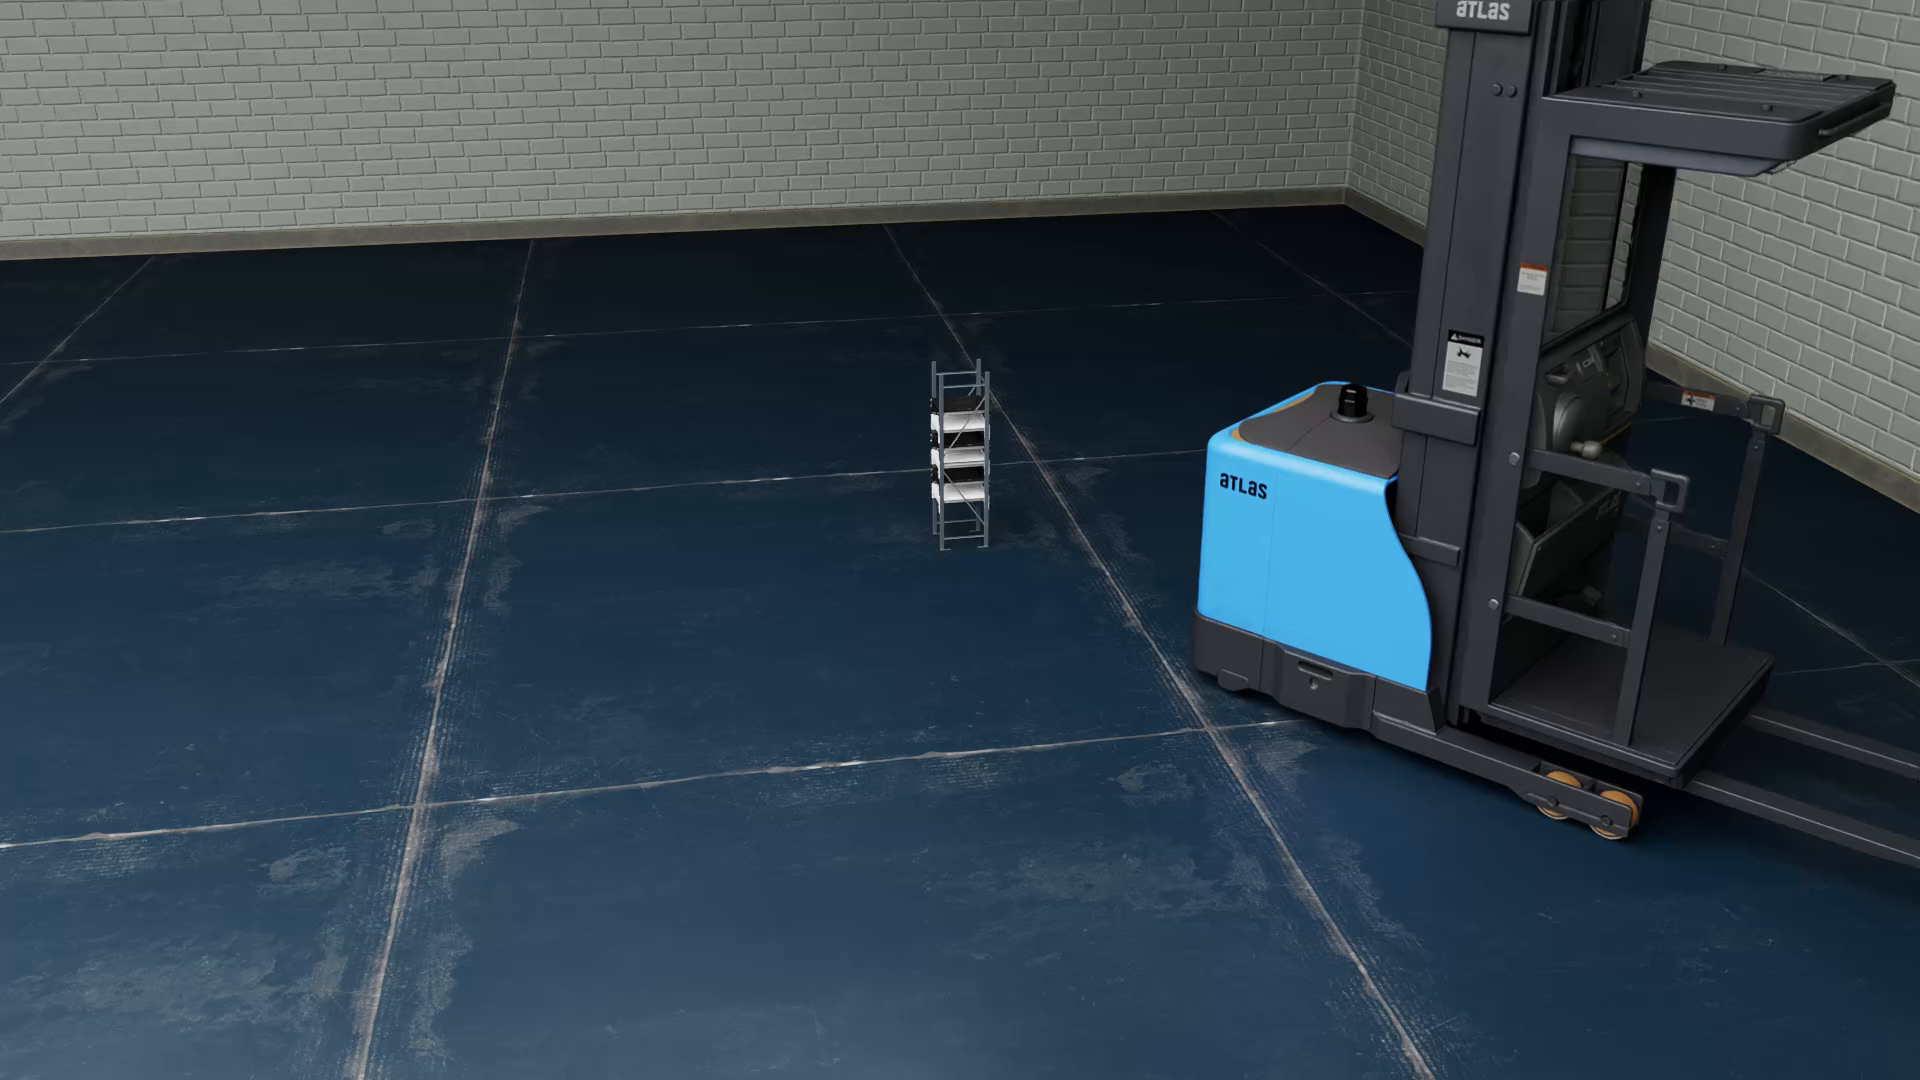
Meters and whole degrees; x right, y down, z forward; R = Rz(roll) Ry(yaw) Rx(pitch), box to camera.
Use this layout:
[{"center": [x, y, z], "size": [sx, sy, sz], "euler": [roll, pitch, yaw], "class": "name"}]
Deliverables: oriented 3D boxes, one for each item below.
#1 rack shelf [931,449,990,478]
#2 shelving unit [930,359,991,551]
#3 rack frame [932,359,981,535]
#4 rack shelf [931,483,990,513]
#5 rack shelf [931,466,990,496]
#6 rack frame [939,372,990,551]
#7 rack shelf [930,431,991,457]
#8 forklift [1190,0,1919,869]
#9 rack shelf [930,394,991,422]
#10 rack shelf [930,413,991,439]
[{"center": [0.001, -0.379, 8.076], "size": [0.258, 0.077, 0.200], "euler": [-4, 24, -10], "class": "rack shelf"}, {"center": [0.001, -0.409, 8.063], "size": [0.258, 0.900, 0.210], "euler": [-4, 24, -10], "class": "shelving unit"}, {"center": [-0.017, -0.449, 8.154], "size": [0.240, 0.900, 0.006], "euler": [-4, 24, -10], "class": "rack frame"}, {"center": [0.001, -0.214, 8.148], "size": [0.258, 0.077, 0.200], "euler": [-4, 24, -10], "class": "rack shelf"}, {"center": [0.001, -0.296, 8.112], "size": [0.258, 0.077, 0.200], "euler": [-4, 24, -10], "class": "rack shelf"}, {"center": [0.020, -0.369, 7.971], "size": [0.240, 0.900, 0.006], "euler": [-4, 24, -10], "class": "rack frame"}, {"center": [0.001, -0.461, 8.040], "size": [0.258, 0.077, 0.200], "euler": [-4, 24, -10], "class": "rack shelf"}, {"center": [2.405, -0.531, 5.803], "size": [3.031, 2.935, 1.130], "euler": [19, 30, 37], "class": "forklift"}, {"center": [0.001, -0.626, 7.968], "size": [0.258, 0.077, 0.200], "euler": [-4, 24, -10], "class": "rack shelf"}, {"center": [0.001, -0.544, 8.004], "size": [0.258, 0.077, 0.200], "euler": [-4, 24, -10], "class": "rack shelf"}]
